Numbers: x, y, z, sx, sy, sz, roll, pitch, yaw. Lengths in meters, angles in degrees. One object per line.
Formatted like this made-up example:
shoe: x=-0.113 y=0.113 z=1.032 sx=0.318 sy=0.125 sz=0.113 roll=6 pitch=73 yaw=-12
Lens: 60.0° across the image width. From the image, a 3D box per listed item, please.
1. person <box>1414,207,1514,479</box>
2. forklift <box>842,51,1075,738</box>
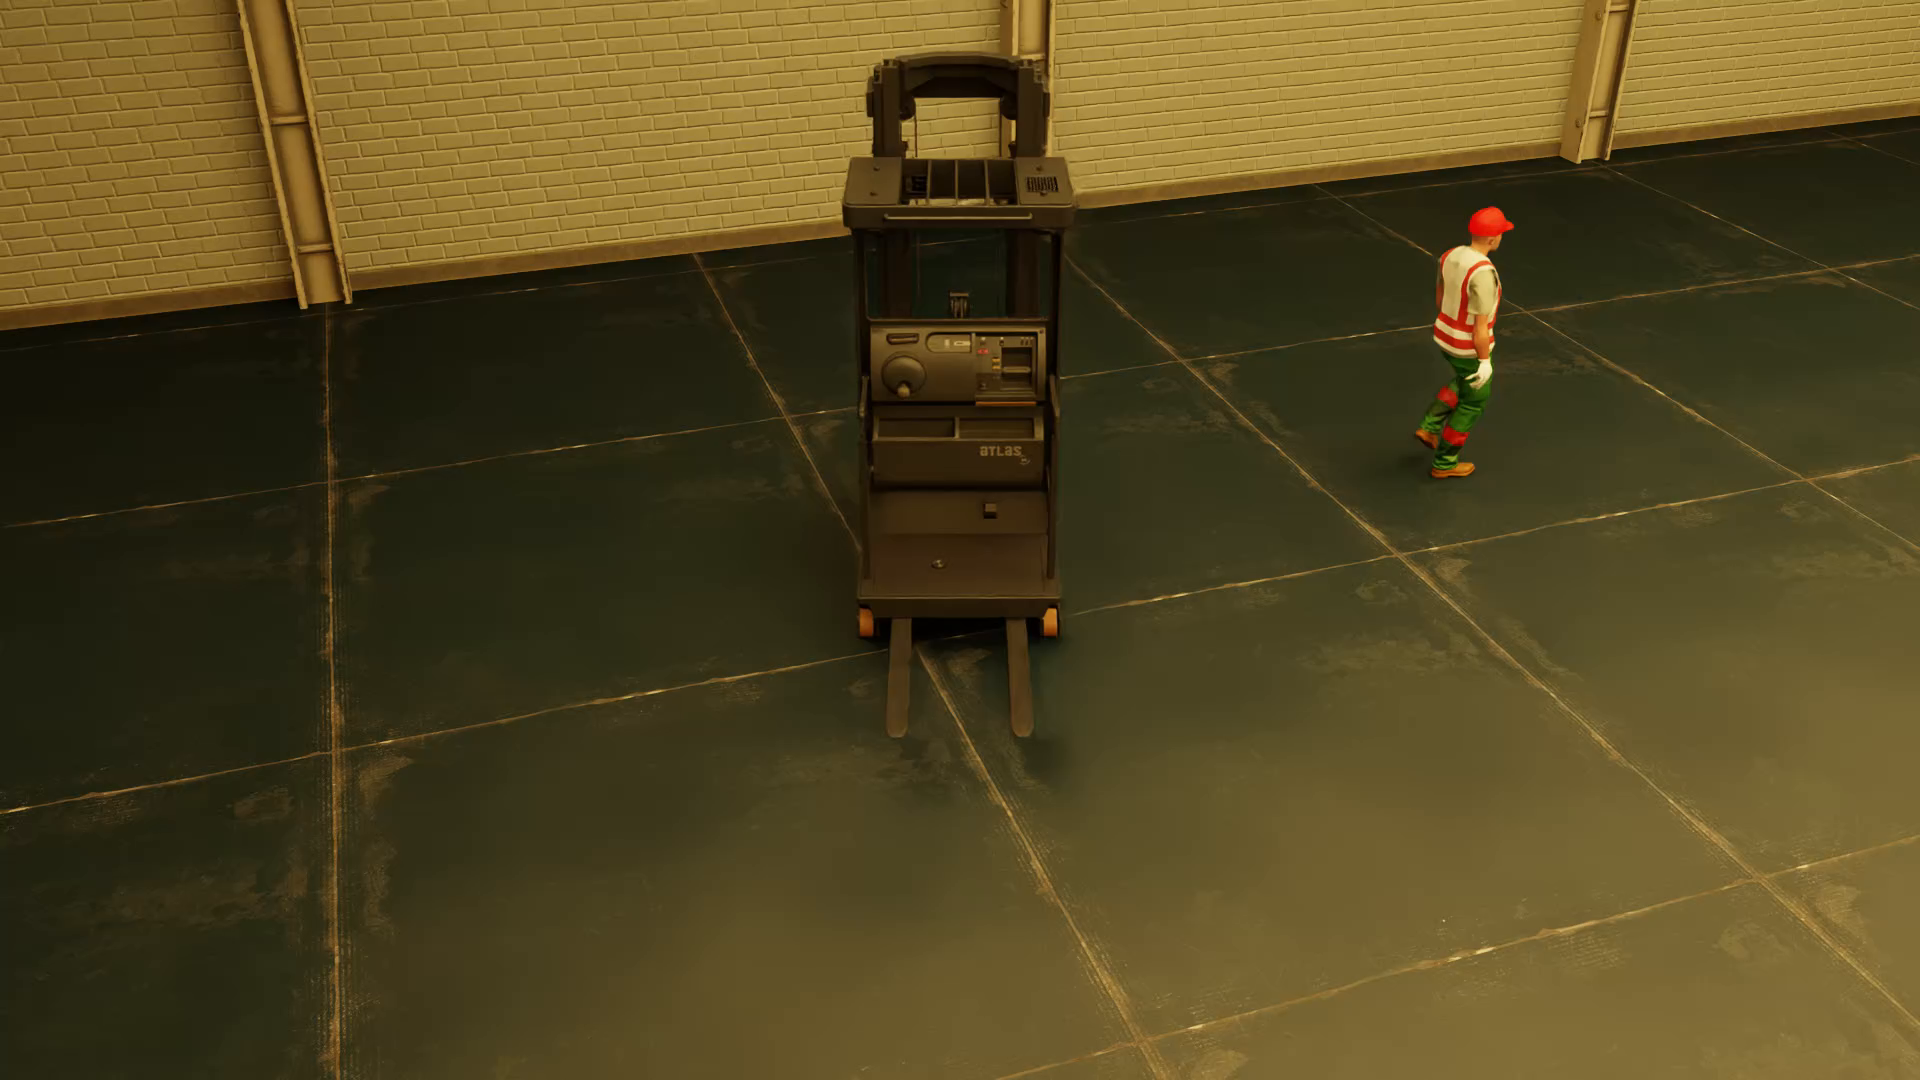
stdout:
person: x=3.202 y=-1.235 z=10.403 sx=0.463 sy=1.767 sz=0.704 roll=-9 pitch=31 yaw=-15
forklift: x=-0.007 y=-0.891 z=8.636 sx=1.130 sy=2.935 sz=3.031 roll=0 pitch=30 yaw=0
